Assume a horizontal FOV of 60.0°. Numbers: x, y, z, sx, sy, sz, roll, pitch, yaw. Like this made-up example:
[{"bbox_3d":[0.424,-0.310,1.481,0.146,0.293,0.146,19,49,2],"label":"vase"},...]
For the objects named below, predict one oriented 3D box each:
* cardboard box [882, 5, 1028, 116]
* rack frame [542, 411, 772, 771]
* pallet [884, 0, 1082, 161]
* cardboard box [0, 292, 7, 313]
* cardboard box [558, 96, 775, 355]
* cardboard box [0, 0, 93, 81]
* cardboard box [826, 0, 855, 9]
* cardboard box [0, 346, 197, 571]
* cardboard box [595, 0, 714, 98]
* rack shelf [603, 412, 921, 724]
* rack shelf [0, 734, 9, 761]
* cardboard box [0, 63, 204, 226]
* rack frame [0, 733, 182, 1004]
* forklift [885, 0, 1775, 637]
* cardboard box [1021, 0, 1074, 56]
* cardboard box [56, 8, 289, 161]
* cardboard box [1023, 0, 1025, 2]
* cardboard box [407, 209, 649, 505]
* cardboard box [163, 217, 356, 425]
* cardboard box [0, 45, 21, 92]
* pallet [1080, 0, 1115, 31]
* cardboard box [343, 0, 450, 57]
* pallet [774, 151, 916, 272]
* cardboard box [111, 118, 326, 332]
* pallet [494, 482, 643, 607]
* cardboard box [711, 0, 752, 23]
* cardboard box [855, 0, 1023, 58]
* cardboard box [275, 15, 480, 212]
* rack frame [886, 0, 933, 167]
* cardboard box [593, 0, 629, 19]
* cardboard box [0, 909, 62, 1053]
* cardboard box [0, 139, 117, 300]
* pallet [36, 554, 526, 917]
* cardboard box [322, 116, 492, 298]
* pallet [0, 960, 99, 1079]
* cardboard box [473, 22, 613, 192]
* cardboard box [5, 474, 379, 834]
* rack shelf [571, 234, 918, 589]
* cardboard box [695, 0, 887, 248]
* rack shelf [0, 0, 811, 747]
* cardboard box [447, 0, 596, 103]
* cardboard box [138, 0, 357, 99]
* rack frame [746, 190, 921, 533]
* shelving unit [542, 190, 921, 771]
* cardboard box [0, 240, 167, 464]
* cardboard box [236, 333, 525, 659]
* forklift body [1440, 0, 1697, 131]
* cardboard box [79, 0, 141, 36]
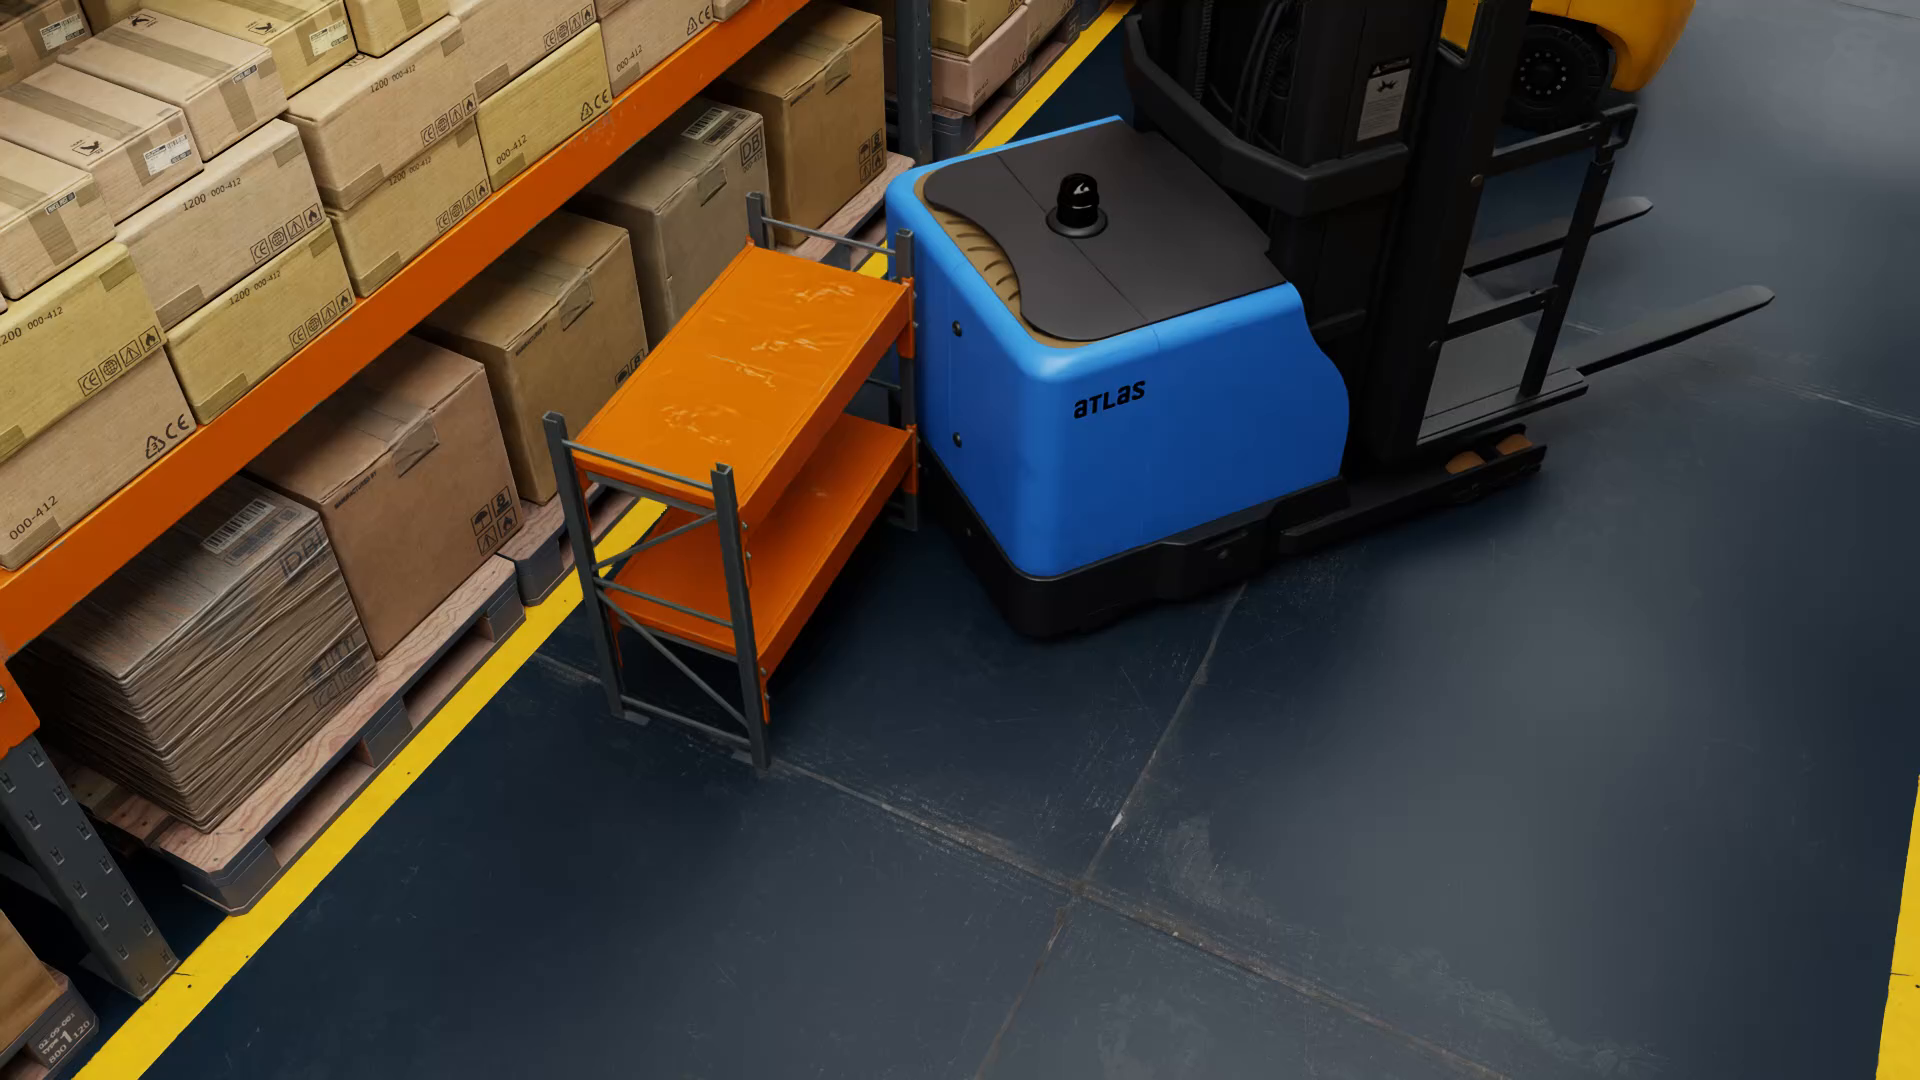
[{"bbox_3d":[-0.059,-2.008,6.764,0.500,0.250,0.500,21,49,19],"label":"cardboard box"},{"bbox_3d":[-0.760,0.166,4.295,0.500,1.125,0.032,17,48,16],"label":"rack frame"},{"bbox_3d":[-0.171,-2.139,7.215,1.003,0.211,1.213,20,49,19],"label":"pallet"},{"bbox_3d":[-2.025,-0.478,3.087,0.380,0.149,0.250,22,49,20],"label":"cardboard box"},{"bbox_3d":[-1.176,-1.126,5.628,0.875,0.625,0.625,20,49,19],"label":"cardboard box"},{"bbox_3d":[-2.213,-1.169,3.770,0.380,0.149,0.250,20,49,18],"label":"cardboard box"},{"bbox_3d":[-0.533,-2.363,6.763,0.500,0.250,0.500,19,48,18],"label":"cardboard box"},{"bbox_3d":[-2.011,-0.258,3.501,0.500,0.250,0.500,21,49,19],"label":"cardboard box"},{"bbox_3d":[-1.065,-1.554,4.782,0.500,0.250,0.500,21,49,19],"label":"cardboard box"},{"bbox_3d":[-0.560,0.005,4.798,0.538,0.278,1.000,17,48,16],"label":"rack shelf"},{"bbox_3d":[-3.362,1.401,2.262,1.077,0.370,4.000,20,49,19],"label":"rack shelf"},{"bbox_3d":[-1.806,-0.817,3.422,0.380,0.149,0.250,22,49,20],"label":"cardboard box"},{"bbox_3d":[-2.434,-0.112,3.251,1.000,3.000,0.127,20,49,19],"label":"rack frame"},{"bbox_3d":[1.327,-1.472,4.644,3.031,2.935,1.130,-19,48,-18],"label":"forklift"},{"bbox_3d":[0.163,-2.333,7.085,0.500,0.250,0.500,19,48,18],"label":"cardboard box"},{"bbox_3d":[-1.696,-0.986,3.589,0.380,0.149,0.250,21,49,19],"label":"cardboard box"},{"bbox_3d":[0.153,-2.509,6.907,0.500,0.250,0.500,20,49,19],"label":"cardboard box"},{"bbox_3d":[-1.524,-0.651,5.159,0.875,0.625,0.625,19,48,17],"label":"cardboard box"},{"bbox_3d":[-1.774,-0.573,3.813,0.500,0.250,0.500,19,48,18],"label":"cardboard box"},{"bbox_3d":[-2.265,-0.991,3.594,0.380,0.149,0.250,20,49,19],"label":"cardboard box"},{"bbox_3d":[0.394,-2.910,7.977,1.003,0.211,1.213,20,49,19],"label":"pallet"},{"bbox_3d":[-1.435,-1.295,3.894,0.380,0.149,0.250,21,49,20],"label":"cardboard box"},{"bbox_3d":[-0.885,-1.174,6.262,1.003,0.211,1.213,20,49,19],"label":"pallet"},{"bbox_3d":[-1.778,-0.749,3.635,0.500,0.250,0.500,22,49,20],"label":"cardboard box"},{"bbox_3d":[-1.450,-0.403,5.500,1.003,0.211,1.213,20,49,19],"label":"pallet"},{"bbox_3d":[-0.808,-1.856,5.081,0.500,0.250,0.500,20,49,19],"label":"cardboard box"},{"bbox_3d":[-0.079,-2.191,6.593,0.500,0.250,0.500,20,49,19],"label":"cardboard box"},{"bbox_3d":[-1.519,-1.072,3.955,0.500,0.250,0.500,19,48,18],"label":"cardboard box"},{"bbox_3d":[-0.577,-2.632,5.742,1.000,3.000,0.127,20,49,19],"label":"rack frame"},{"bbox_3d":[-1.053,-1.714,4.589,0.500,0.250,0.500,21,49,20],"label":"cardboard box"},{"bbox_3d":[-2.440,0.957,3.658,0.500,0.500,0.500,22,49,20],"label":"cardboard box"},{"bbox_3d":[-1.902,-0.647,3.254,0.380,0.149,0.250,21,49,20],"label":"cardboard box"},{"bbox_3d":[-2.017,0.363,4.743,1.003,0.211,1.213,20,49,19],"label":"pallet"},{"bbox_3d":[-1.541,-0.900,4.136,0.500,0.250,0.500,19,48,18],"label":"cardboard box"},{"bbox_3d":[-2.814,1.326,3.791,1.003,0.211,1.213,20,49,19],"label":"pallet"},{"bbox_3d":[-1.298,-1.226,4.458,0.500,0.250,0.500,22,49,20],"label":"cardboard box"},{"bbox_3d":[-2.132,0.187,4.330,0.875,0.625,0.625,22,49,20],"label":"cardboard box"},{"bbox_3d":[-0.560,-0.372,4.416,0.538,0.278,1.000,17,48,16],"label":"rack shelf"},{"bbox_3d":[-0.809,-1.612,6.109,0.875,0.625,0.625,23,50,21],"label":"cardboard box"},{"bbox_3d":[-1.505,-1.119,4.752,1.077,0.370,4.000,20,49,19],"label":"rack shelf"},{"bbox_3d":[-1.304,-1.403,4.281,0.500,0.250,0.500,21,49,20],"label":"cardboard box"},{"bbox_3d":[-1.605,-1.154,3.756,0.380,0.149,0.250,21,49,19],"label":"cardboard box"},{"bbox_3d":[-0.360,-0.499,4.952,0.500,1.125,0.032,17,48,16],"label":"rack frame"},{"bbox_3d":[-0.560,-0.167,4.624,0.538,1.125,1.048,17,48,16],"label":"shelving unit"},{"bbox_3d":[-1.989,-0.425,3.315,0.500,0.250,0.500,20,49,19],"label":"cardboard box"},{"bbox_3d":[-1.836,-0.227,4.740,0.875,0.625,0.625,22,49,20],"label":"cardboard box"},{"bbox_3d":[2.015,-3.056,6.758,2.313,2.155,1.214,20,49,19],"label":"forklift body"},{"bbox_3d":[-2.023,-1.308,3.907,0.380,0.149,0.250,20,49,19],"label":"cardboard box"}]
